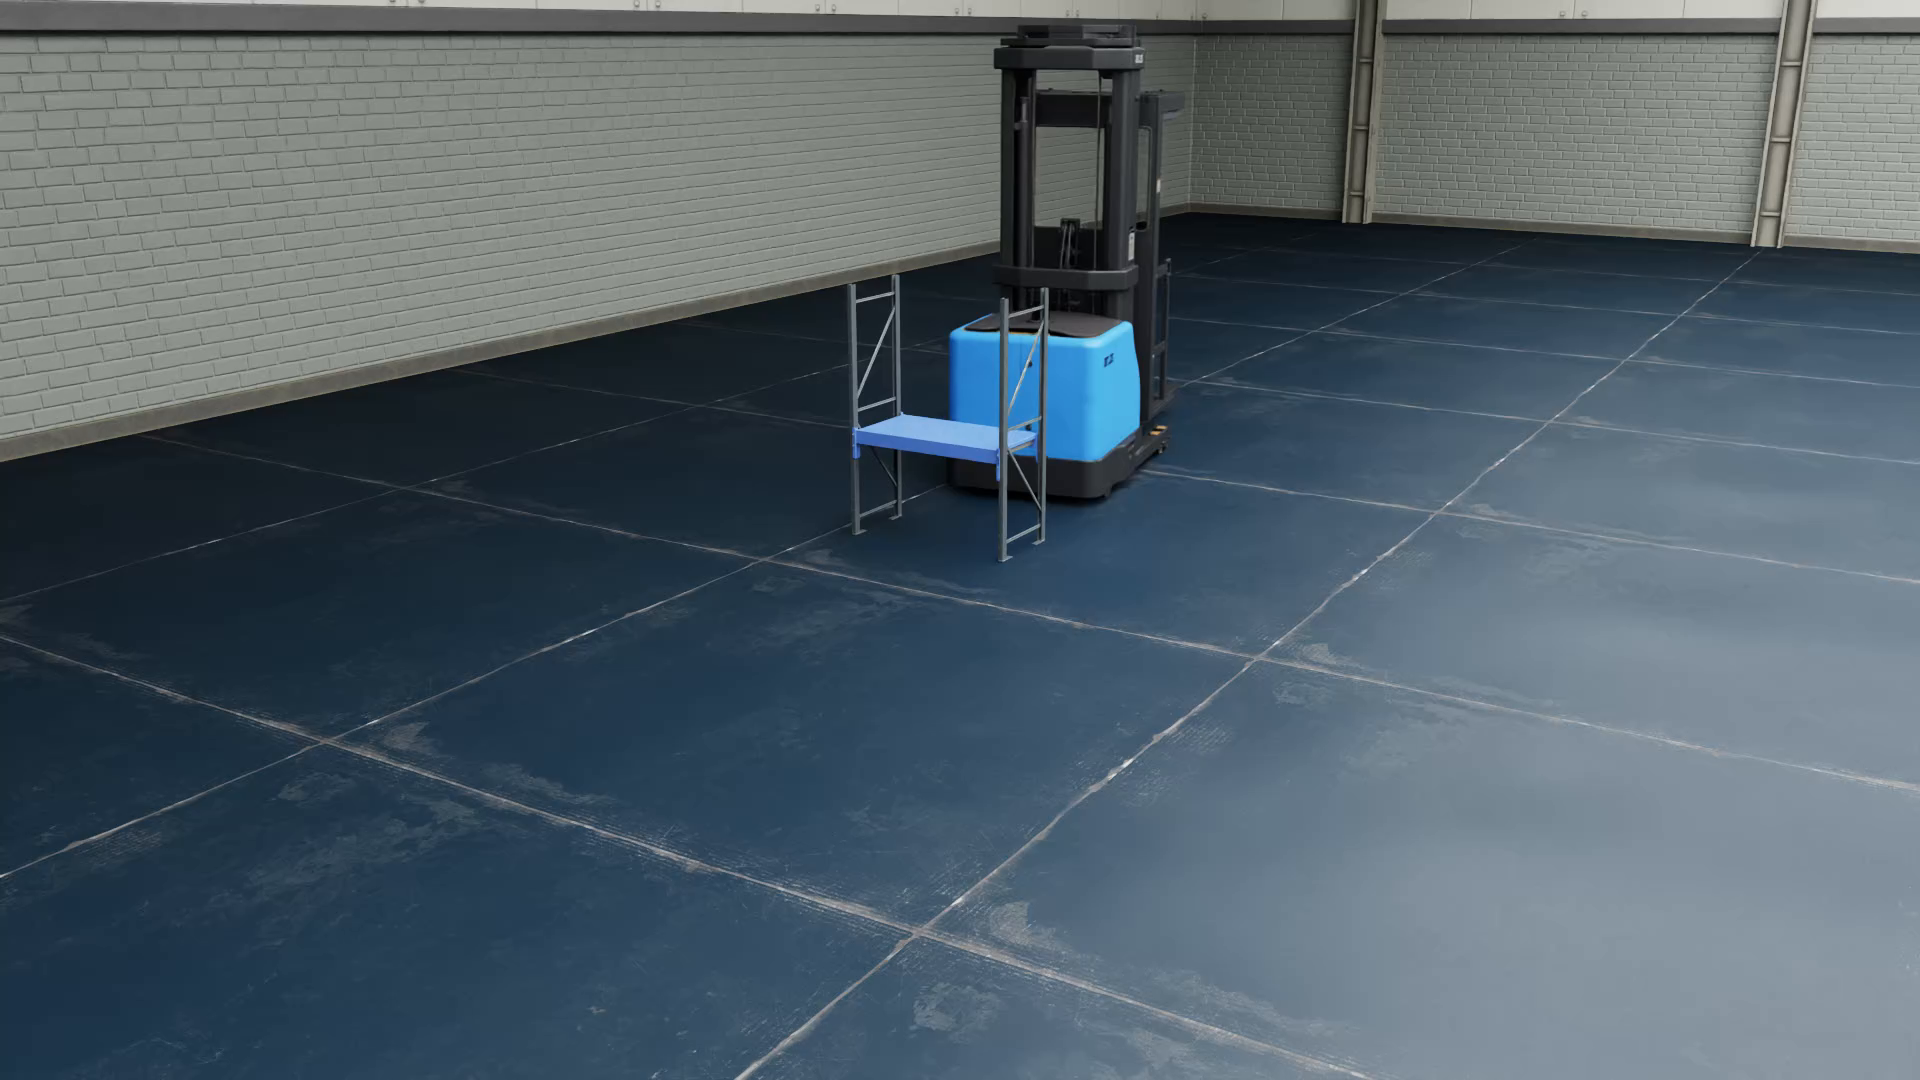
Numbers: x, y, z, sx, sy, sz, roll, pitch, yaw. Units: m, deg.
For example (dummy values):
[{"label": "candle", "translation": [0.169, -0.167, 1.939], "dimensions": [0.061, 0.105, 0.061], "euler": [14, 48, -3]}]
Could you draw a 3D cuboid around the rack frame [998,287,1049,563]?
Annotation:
[{"label": "rack frame", "translation": [0.360, -0.653, 9.451], "dimensions": [0.032, 1.500, 0.500], "euler": [10, 20, 30]}]

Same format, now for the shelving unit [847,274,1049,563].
[{"label": "shelving unit", "translation": [-0.073, -0.731, 9.706], "dimensions": [1.048, 1.500, 0.538], "euler": [10, 20, 30]}]

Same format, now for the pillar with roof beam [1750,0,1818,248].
[{"label": "pillar with roof beam", "translation": [9.218, -7.420, 18.826], "dimensions": [0.400, 9.000, 9.100], "euler": [10, 20, 30]}]

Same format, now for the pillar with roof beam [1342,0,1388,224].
[{"label": "pillar with roof beam", "translation": [4.106, -8.333, 21.830], "dimensions": [0.400, 9.000, 9.100], "euler": [10, 20, 30]}]

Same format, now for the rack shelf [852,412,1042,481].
[{"label": "rack shelf", "translation": [-0.073, -0.558, 9.758], "dimensions": [1.000, 0.185, 0.538], "euler": [10, 20, 30]}]

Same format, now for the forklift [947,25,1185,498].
[{"label": "forklift", "translation": [0.903, -2.053, 11.597], "dimensions": [1.130, 2.935, 3.031], "euler": [6, 18, 20]}]

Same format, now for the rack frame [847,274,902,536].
[{"label": "rack frame", "translation": [-0.506, -0.808, 9.960], "dimensions": [0.032, 1.500, 0.500], "euler": [10, 20, 30]}]
